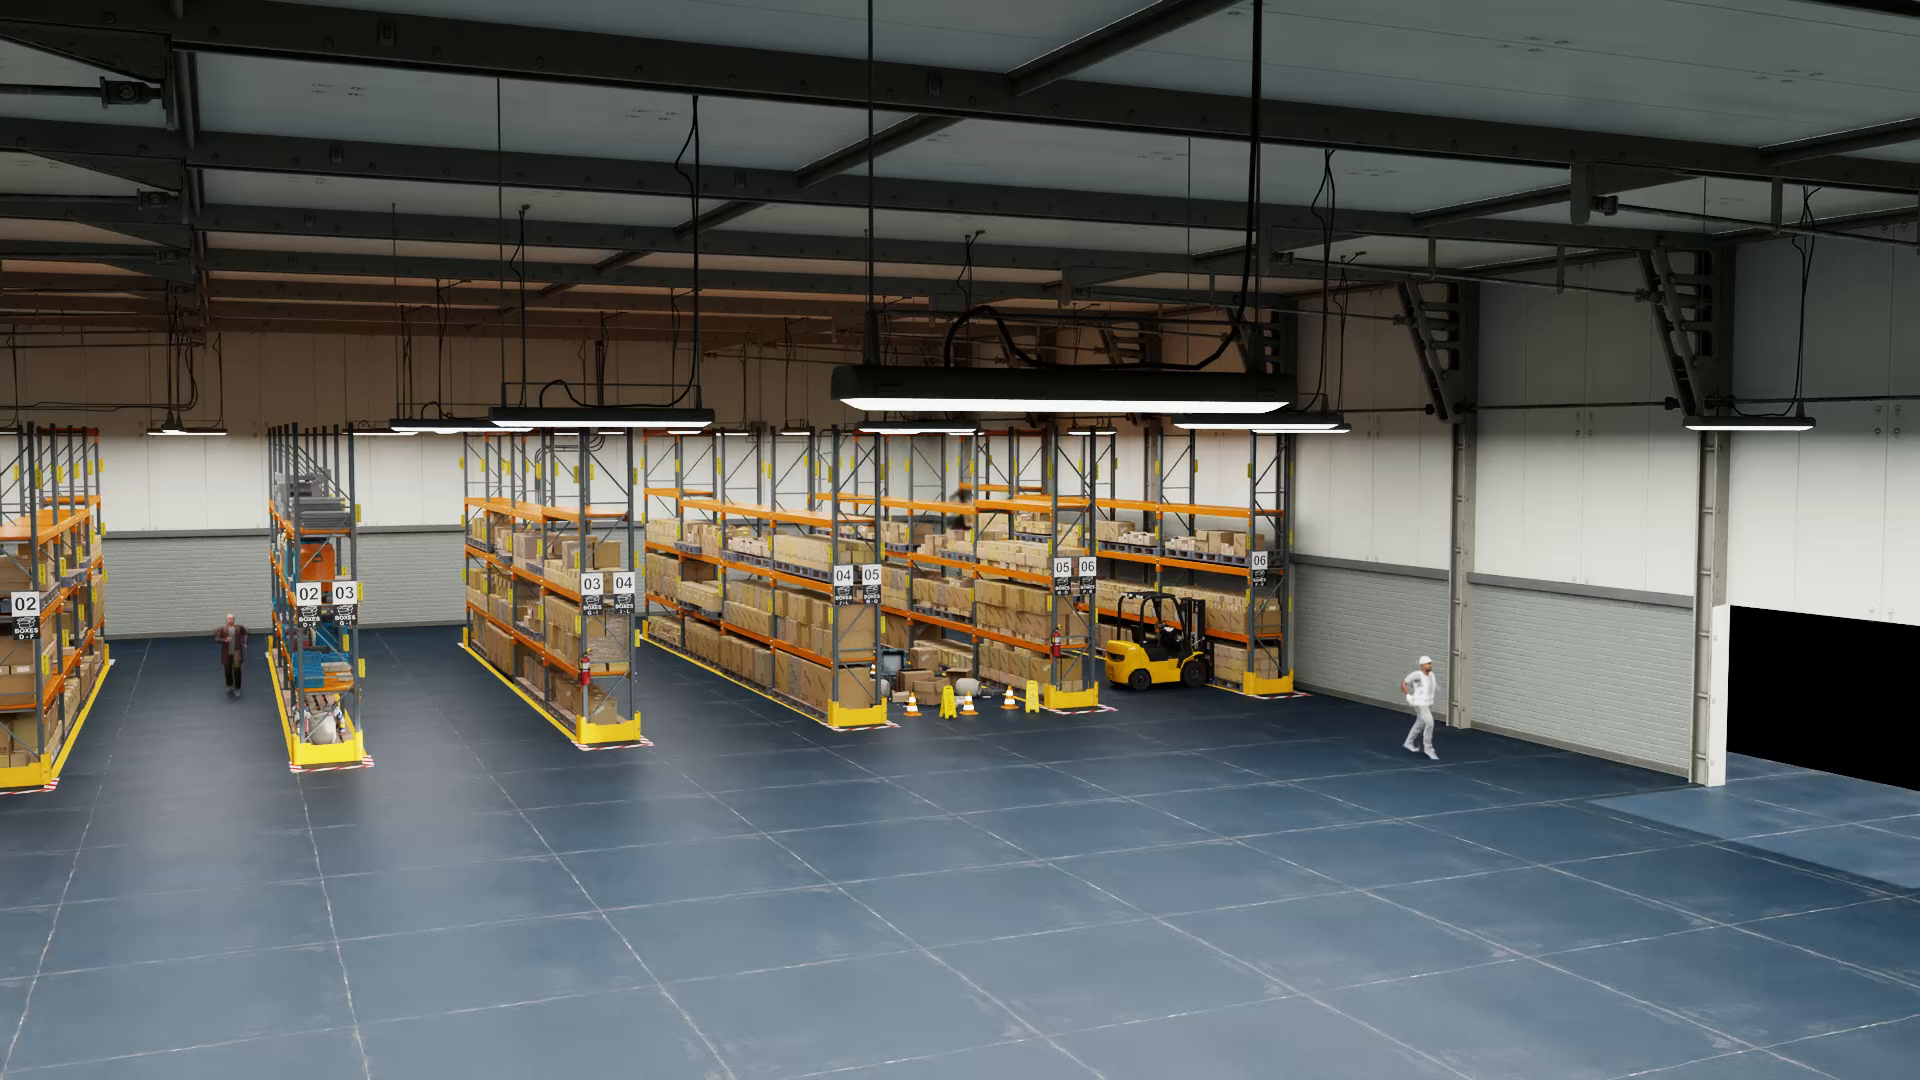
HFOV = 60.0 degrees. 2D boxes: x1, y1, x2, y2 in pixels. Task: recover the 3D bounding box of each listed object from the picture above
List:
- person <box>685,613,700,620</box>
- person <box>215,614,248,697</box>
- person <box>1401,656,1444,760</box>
[{"bbox_3d":[-8.020,1.863,49.297,0.782,1.694,0.660,-2,4,-25],"label":"person"},{"bbox_3d":[-16.253,2.564,37.114,0.677,1.846,0.865,-1,4,-22],"label":"person"},{"bbox_3d":[8.328,2.995,29.912,0.790,1.836,0.690,3,5,44],"label":"person"}]
